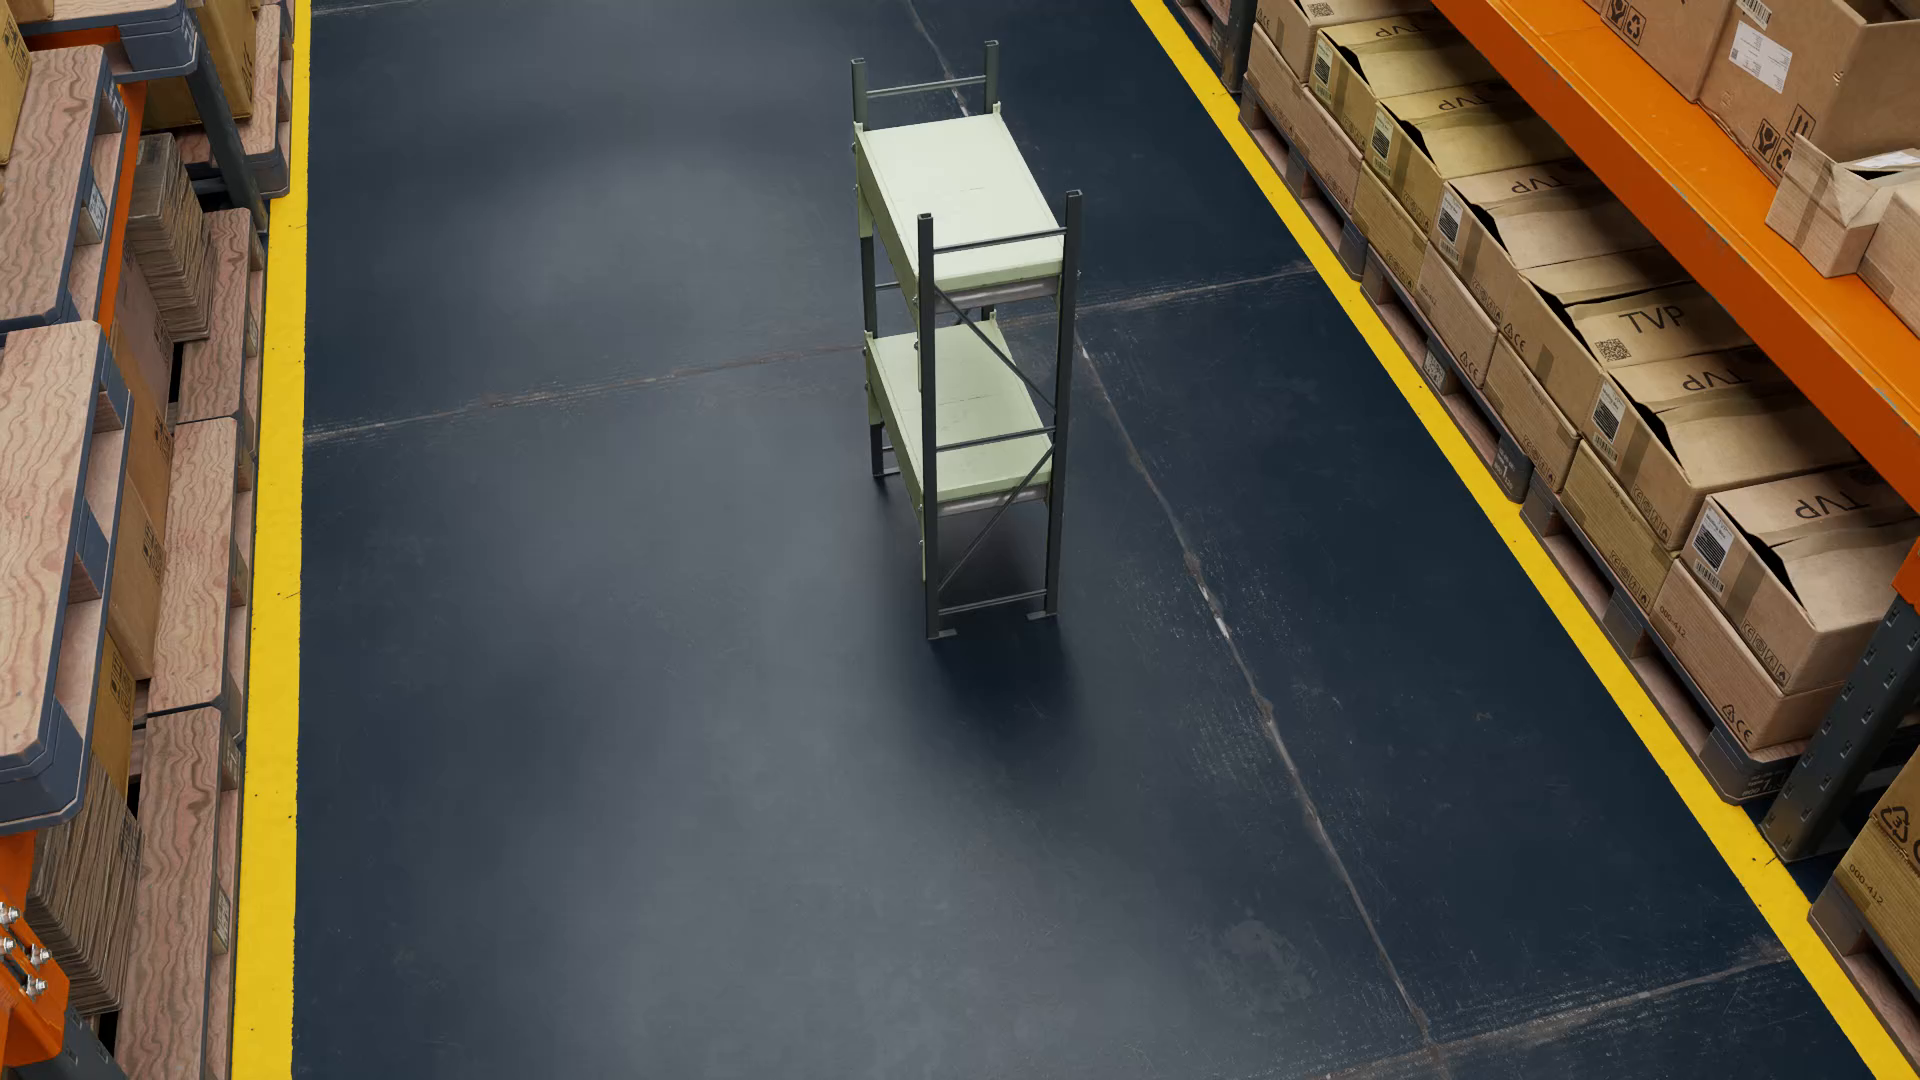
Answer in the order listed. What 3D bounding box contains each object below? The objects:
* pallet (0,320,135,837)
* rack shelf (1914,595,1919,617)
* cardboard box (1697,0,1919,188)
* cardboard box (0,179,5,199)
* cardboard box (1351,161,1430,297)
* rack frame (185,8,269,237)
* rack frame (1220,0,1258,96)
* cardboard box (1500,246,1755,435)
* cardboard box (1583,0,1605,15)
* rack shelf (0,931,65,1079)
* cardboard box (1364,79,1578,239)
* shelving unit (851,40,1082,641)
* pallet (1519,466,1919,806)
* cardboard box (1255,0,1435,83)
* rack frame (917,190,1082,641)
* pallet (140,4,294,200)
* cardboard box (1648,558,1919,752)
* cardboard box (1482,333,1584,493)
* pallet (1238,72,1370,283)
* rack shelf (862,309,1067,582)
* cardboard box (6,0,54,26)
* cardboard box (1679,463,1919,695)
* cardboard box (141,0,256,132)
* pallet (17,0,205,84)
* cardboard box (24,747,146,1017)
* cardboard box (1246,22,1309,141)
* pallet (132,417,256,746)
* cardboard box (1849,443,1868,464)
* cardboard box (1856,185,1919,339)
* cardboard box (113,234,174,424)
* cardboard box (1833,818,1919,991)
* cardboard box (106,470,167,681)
[{"bbox_3d":[-2.194,0.100,3.186,1.003,0.211,1.213,-11,47,-10],"label":"pallet"},{"bbox_3d":[3.161,1.311,2.368,1.077,0.370,4.000,-11,47,-10],"label":"rack shelf"},{"bbox_3d":[2.333,-1.253,4.308,0.500,0.500,0.500,-8,46,-7],"label":"cardboard box"},{"bbox_3d":[-2.571,-0.796,3.551,0.700,0.500,0.500,-5,46,-5],"label":"cardboard box"},{"bbox_3d":[1.743,-1.148,5.906,0.500,0.250,0.500,-12,47,-11],"label":"cardboard box"},{"bbox_3d":[-3.163,-2.175,5.281,1.000,3.000,0.127,-11,47,-10],"label":"rack frame"},{"bbox_3d":[1.625,-3.083,6.171,1.000,3.000,0.127,-11,47,-10],"label":"rack frame"},{"bbox_3d":[2.003,-0.632,5.008,0.500,0.311,0.500,-11,47,-10],"label":"cardboard box"},{"bbox_3d":[2.070,-1.963,5.003,0.500,0.500,0.500,-13,47,-12],"label":"cardboard box"},{"bbox_3d":[-1.627,2.220,1.478,1.077,0.370,4.000,-11,47,-10],"label":"rack shelf"},{"bbox_3d":[1.746,-1.335,5.697,0.500,0.311,0.500,-12,47,-11],"label":"cardboard box"},{"bbox_3d":[0.002,-0.520,4.710,0.431,1.500,0.755,-11,47,-10],"label":"shelving unit"},{"bbox_3d":[2.422,0.153,4.952,1.003,0.211,1.213,-11,47,-10],"label":"pallet"},{"bbox_3d":[1.475,-2.049,6.396,0.500,0.311,0.500,-9,46,-9],"label":"cardboard box"},{"bbox_3d":[0.095,-0.268,4.462,0.400,1.500,0.023,-11,47,-10],"label":"rack frame"},{"bbox_3d":[-3.292,-1.757,6.824,1.003,0.211,1.213,-11,47,-10],"label":"pallet"},{"bbox_3d":[2.262,0.261,4.525,0.500,0.250,0.500,-11,47,-11],"label":"cardboard box"},{"bbox_3d":[2.003,-0.442,5.214,0.500,0.250,0.500,-10,46,-9],"label":"cardboard box"},{"bbox_3d":[1.798,-1.531,6.603,1.003,0.211,1.213,-11,47,-10],"label":"pallet"},{"bbox_3d":[0.002,-0.292,4.943,0.431,0.370,0.720,-11,47,-10],"label":"rack shelf"},{"bbox_3d":[-2.864,-1.660,4.399,0.700,0.500,0.500,-15,47,-14],"label":"cardboard box"},{"bbox_3d":[2.268,0.071,4.319,0.500,0.311,0.500,-11,47,-10],"label":"cardboard box"},{"bbox_3d":[-3.224,-2.101,6.420,0.750,0.750,0.750,-11,47,-11],"label":"cardboard box"},{"bbox_3d":[-2.878,-1.635,4.886,1.213,0.211,1.003,-11,47,-10],"label":"pallet"},{"bbox_3d":[-2.343,0.803,3.805,0.700,0.500,0.500,-9,46,-9],"label":"cardboard box"},{"bbox_3d":[1.475,-1.852,6.596,0.500,0.250,0.500,-11,47,-10],"label":"cardboard box"},{"bbox_3d":[-2.656,0.182,4.924,1.003,0.211,1.213,-11,47,-10],"label":"pallet"},{"bbox_3d":[2.661,-0.380,4.760,0.500,0.311,0.500,-11,47,-11],"label":"cardboard box"},{"bbox_3d":[2.480,-0.601,3.844,0.500,0.250,0.500,-8,46,-8],"label":"cardboard box"},{"bbox_3d":[-2.909,-0.589,5.169,0.700,0.500,0.500,-11,47,-10],"label":"cardboard box"},{"bbox_3d":[2.474,0.870,3.929,0.500,0.250,0.500,-11,47,-10],"label":"cardboard box"},{"bbox_3d":[-2.616,0.096,4.498,0.700,0.500,0.500,-10,46,-10],"label":"cardboard box"}]
